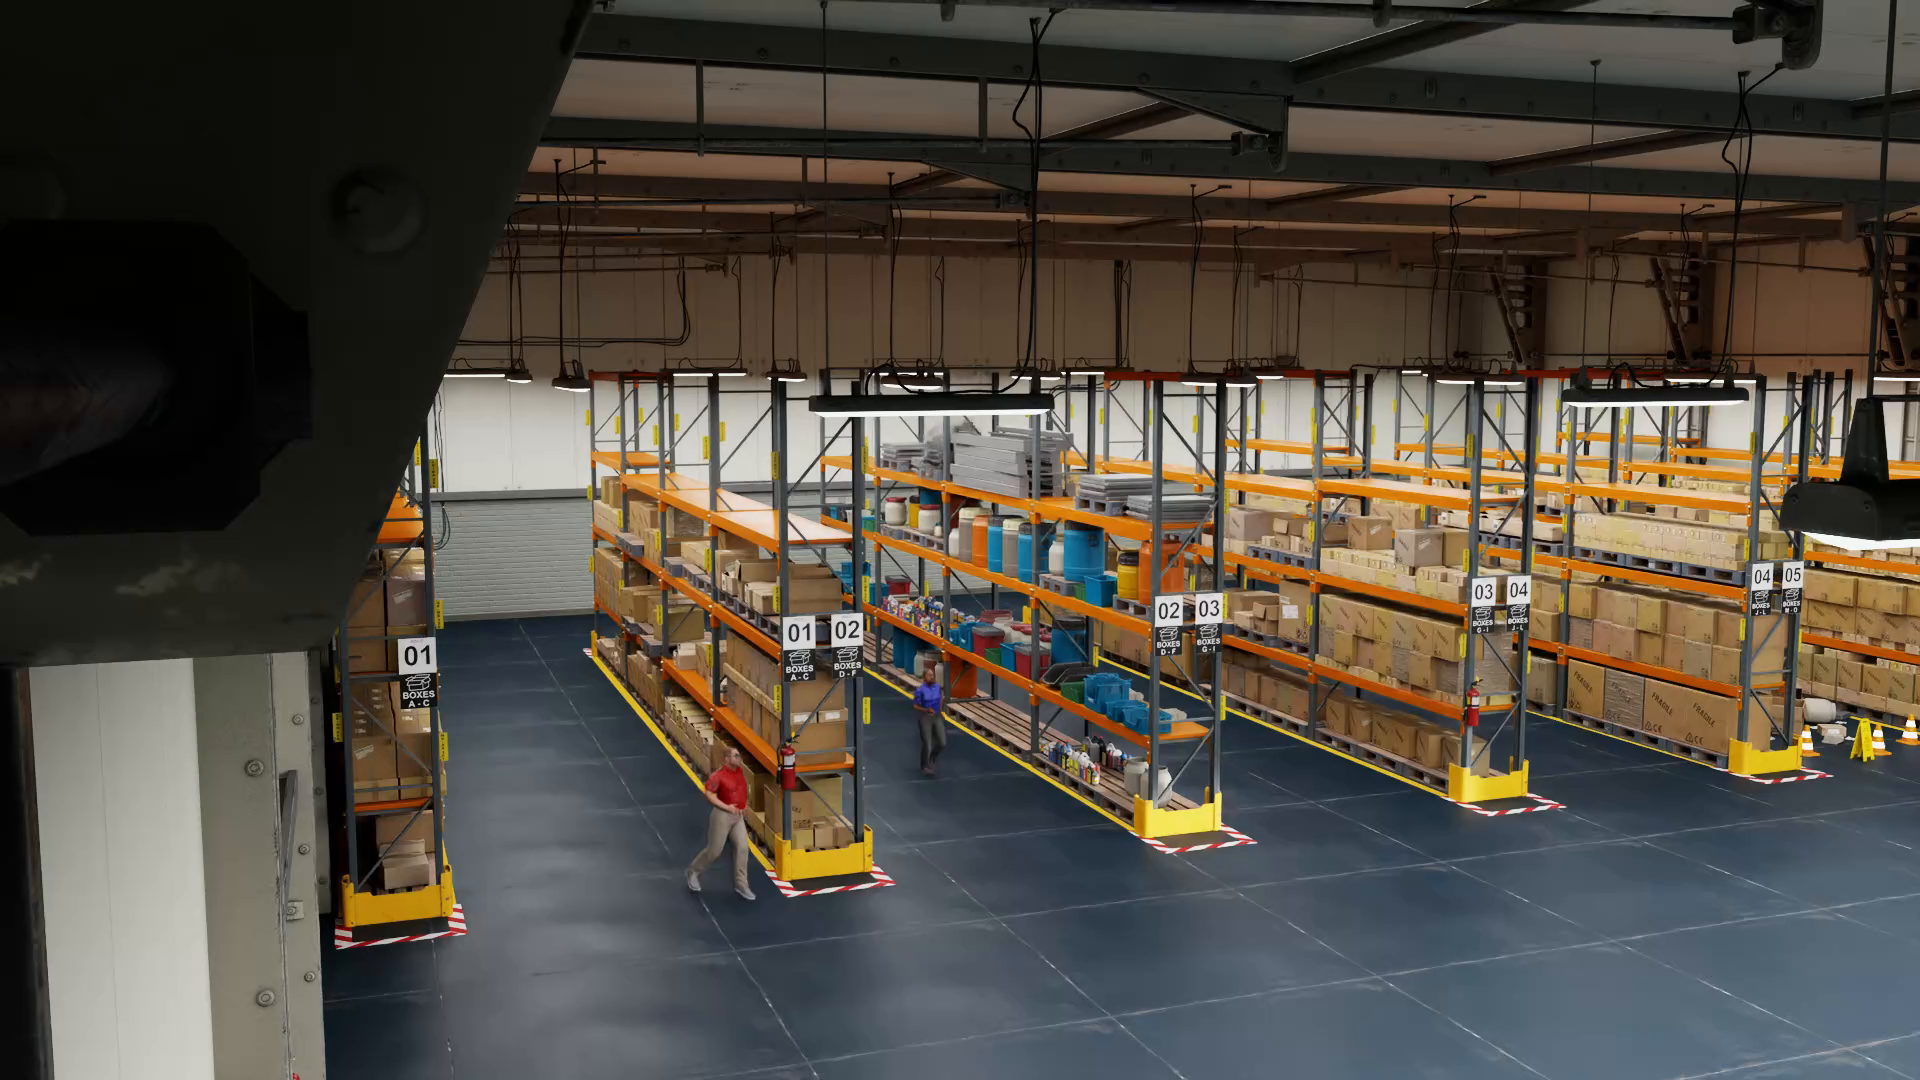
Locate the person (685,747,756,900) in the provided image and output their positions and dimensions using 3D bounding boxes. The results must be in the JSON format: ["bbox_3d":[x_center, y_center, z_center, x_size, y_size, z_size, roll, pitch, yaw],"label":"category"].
[{"bbox_3d":[-2.708,3.297,19.585,0.965,1.716,0.737,5,8,36],"label":"person"}]

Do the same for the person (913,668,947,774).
[{"bbox_3d":[-0.420,2.736,24.958,0.538,1.618,0.572,-3,7,-28],"label":"person"}]
